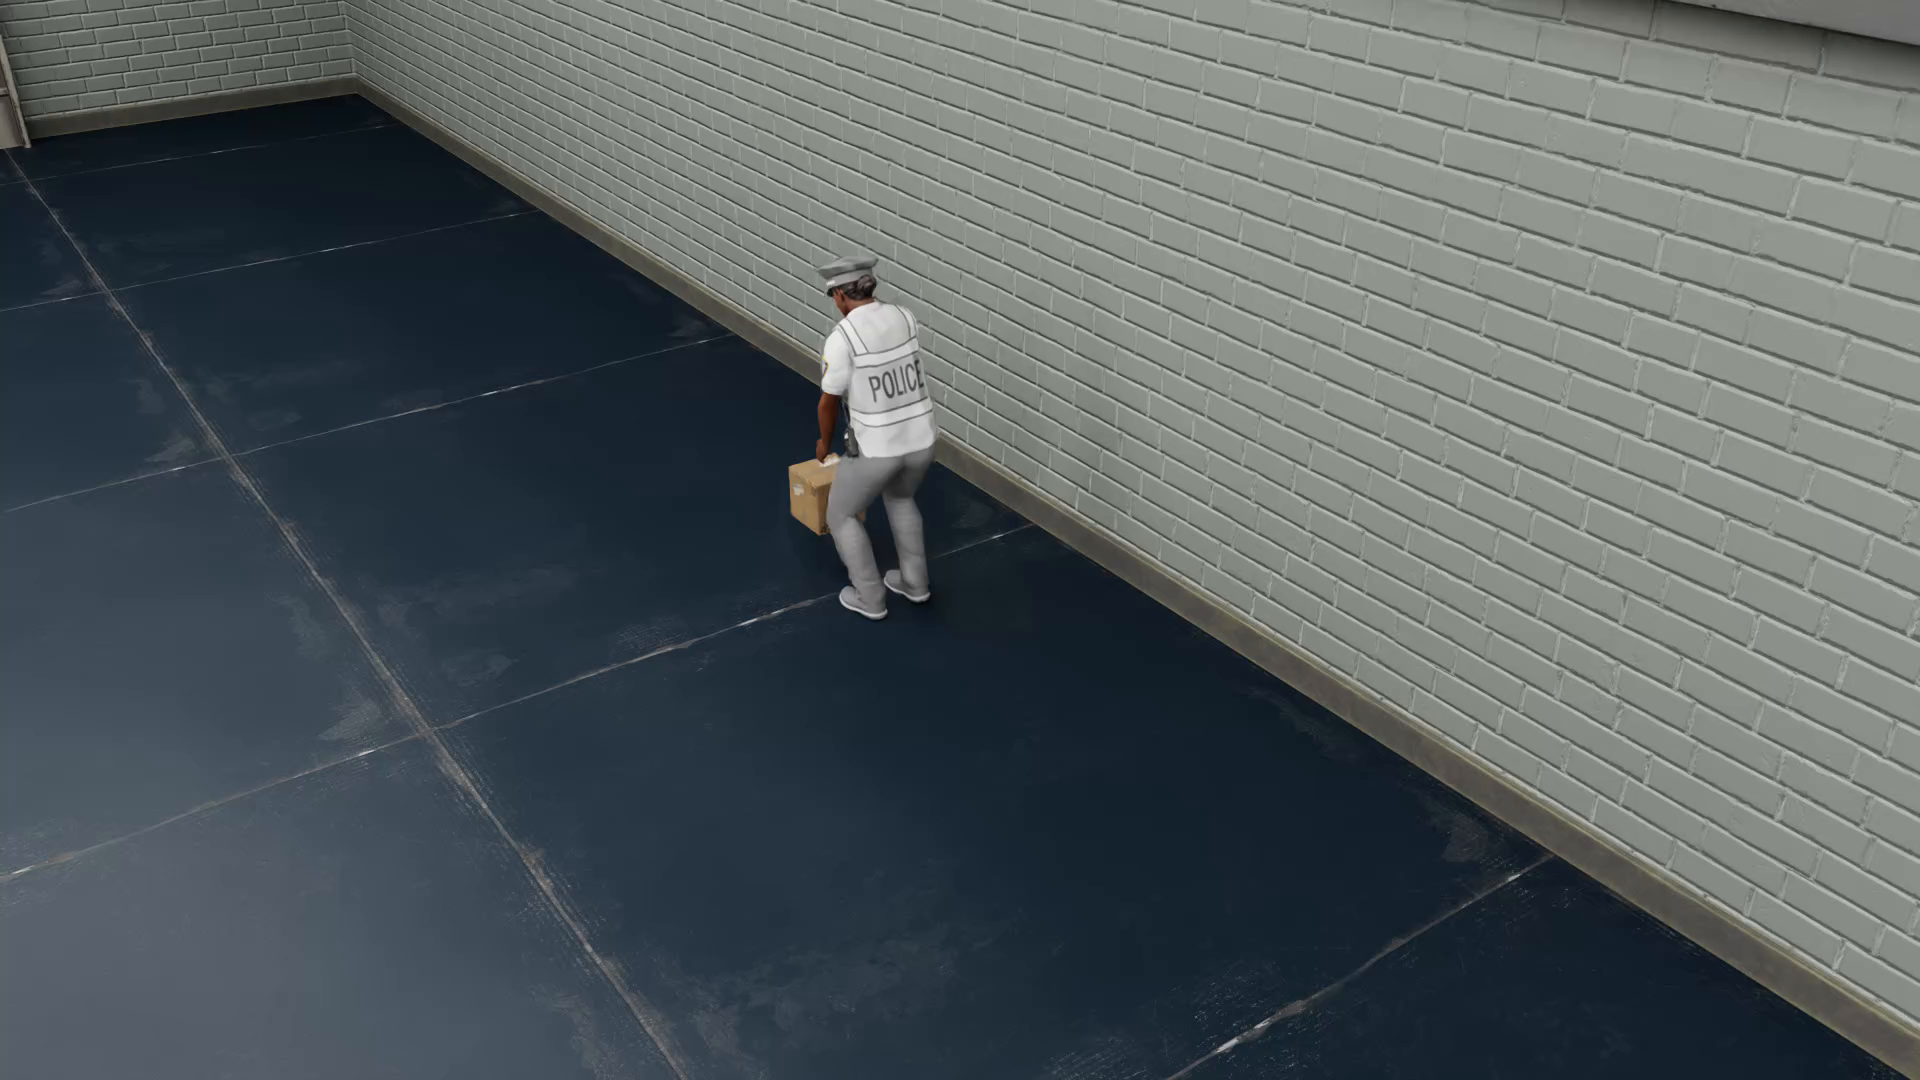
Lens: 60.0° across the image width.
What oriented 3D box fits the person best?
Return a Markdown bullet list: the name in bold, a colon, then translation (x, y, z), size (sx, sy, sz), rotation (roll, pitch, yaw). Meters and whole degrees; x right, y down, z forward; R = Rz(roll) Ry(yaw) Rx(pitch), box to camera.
- **person**: translation (-0.370, -0.413, 6.996), size (0.476, 1.563, 0.541), rotation (-18, 34, -29)
